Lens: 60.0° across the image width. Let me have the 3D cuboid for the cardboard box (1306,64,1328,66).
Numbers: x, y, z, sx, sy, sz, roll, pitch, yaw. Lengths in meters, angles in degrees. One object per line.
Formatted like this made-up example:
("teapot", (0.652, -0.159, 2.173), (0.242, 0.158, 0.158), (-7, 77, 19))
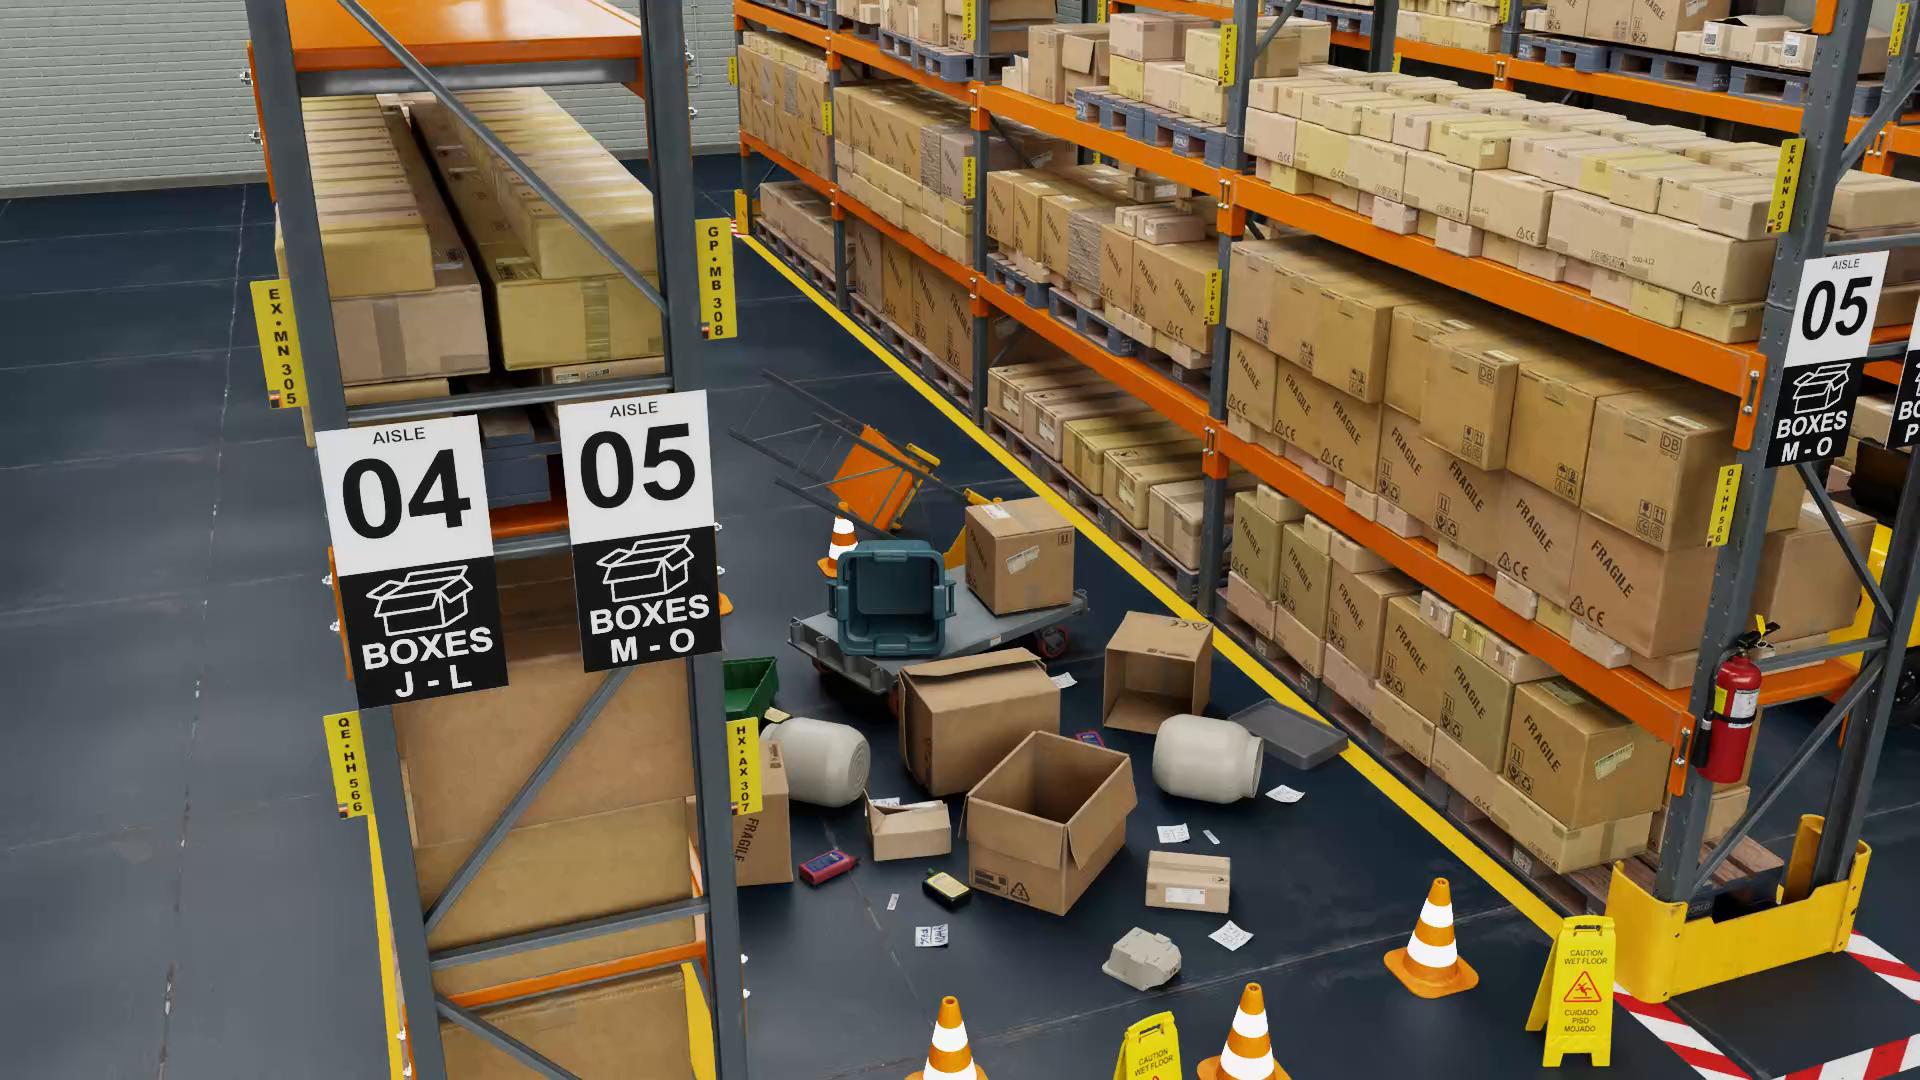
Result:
("cardboard box", (1.994, -2.930, 10.629), (0.500, 0.250, 0.500), (-9, 24, -20))

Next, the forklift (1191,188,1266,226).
("forklift", (2.702, -2.549, 14.023), (3.031, 2.935, 1.130), (7, 24, 16))

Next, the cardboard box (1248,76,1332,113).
("cardboard box", (1.812, -2.446, 9.127), (0.380, 0.149, 0.250), (-9, 24, -20))

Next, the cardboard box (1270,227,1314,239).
("cardboard box", (2.170, -1.867, 10.429), (0.380, 0.149, 0.250), (-8, 24, -19))

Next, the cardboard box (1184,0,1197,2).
("cardboard box", (2.847, -6.473, 19.706), (0.380, 0.149, 0.250), (-8, 24, -18))

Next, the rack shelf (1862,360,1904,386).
("rack shelf", (7.355, -0.596, 10.228), (1.077, 0.370, 4.000), (-8, 24, -19))

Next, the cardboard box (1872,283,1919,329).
("cardboard box", (3.605, -0.950, 6.603), (0.380, 0.149, 0.250), (-8, 24, -19))

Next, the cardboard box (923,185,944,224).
("cardboard box", (-0.001, -2.913, 14.349), (0.500, 0.250, 0.500), (-9, 24, -20))

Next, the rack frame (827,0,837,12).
("rack frame", (-0.820, -6.643, 15.925), (1.000, 3.000, 0.127), (-8, 24, -19))

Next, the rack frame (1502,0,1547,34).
("rack frame", (5.235, -5.872, 14.095), (1.000, 3.000, 0.127), (-8, 24, -19))

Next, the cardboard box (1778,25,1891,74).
("cardboard box", (6.164, -3.464, 11.691), (0.500, 0.311, 0.500), (-9, 25, -21))

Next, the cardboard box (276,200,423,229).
("cardboard box", (-1.700, -0.843, 4.652), (0.380, 0.149, 0.250), (-8, 24, -19))

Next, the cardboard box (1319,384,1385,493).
("cardboard box", (2.265, -0.593, 8.784), (0.500, 0.500, 0.500), (-9, 24, -19))

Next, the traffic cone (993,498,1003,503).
("traffic cone", (0.258, -0.061, 11.299), (0.336, 0.463, 0.334), (-8, 24, -19))

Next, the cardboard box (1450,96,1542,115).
("cardboard box", (2.704, -2.144, 8.409), (0.380, 0.149, 0.250), (-9, 24, -20))

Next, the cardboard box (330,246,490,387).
("cardboard box", (-1.611, -0.632, 4.665), (0.500, 0.250, 0.500), (-8, 24, -18))

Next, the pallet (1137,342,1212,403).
("pallet", (1.872, -1.181, 10.937), (1.003, 0.211, 1.213), (-8, 24, -19))

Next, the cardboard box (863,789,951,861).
("cardboard box", (-0.259, 1.376, 8.143), (0.396, 0.266, 0.258), (-4, 23, -10))

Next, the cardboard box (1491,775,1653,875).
("cardboard box", (2.873, 1.290, 7.827), (0.500, 0.250, 0.500), (-8, 24, -19))

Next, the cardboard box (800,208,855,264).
("cardboard box", (-1.259, -3.459, 18.854), (0.875, 0.438, 0.875), (-9, 25, -21))

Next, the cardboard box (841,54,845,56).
("cardboard box", (-1.187, -5.292, 18.192), (0.380, 0.149, 0.250), (-8, 24, -19))

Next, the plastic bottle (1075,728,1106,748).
("plastic bottle", (0.707, 1.109, 9.041), (0.133, 0.061, 0.283), (-4, 23, -10))

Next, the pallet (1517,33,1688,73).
("pallet", (5.558, -4.168, 14.159), (1.213, 0.211, 1.003), (-7, 24, -17))

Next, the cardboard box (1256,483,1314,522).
("cardboard box", (1.950, -0.237, 9.650), (0.380, 0.149, 0.250), (-8, 24, -18))

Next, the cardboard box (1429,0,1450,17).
("cardboard box", (4.614, -4.980, 15.522), (0.380, 0.149, 0.250), (-8, 24, -19))

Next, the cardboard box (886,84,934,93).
("cardboard box", (-0.428, -4.257, 16.573), (0.500, 0.500, 0.500), (-8, 24, -17))

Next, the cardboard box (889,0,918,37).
("cardboard box", (-0.301, -4.647, 14.383), (0.500, 0.500, 0.500), (-8, 24, -18))

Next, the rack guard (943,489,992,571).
("rack guard", (0.002, -0.029, 10.995), (0.250, 0.587, 0.087), (28, 7, -32))

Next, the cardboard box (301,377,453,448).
("cardboard box", (-1.611, -0.383, 4.588), (0.380, 0.149, 0.250), (-8, 24, -19))

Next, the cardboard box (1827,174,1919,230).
("cardboard box", (3.484, -1.309, 6.429), (0.380, 0.149, 0.250), (-9, 24, -19))

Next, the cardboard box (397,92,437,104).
("cardboard box", (-3.052, -2.525, 9.519), (0.396, 0.266, 0.258), (-8, 24, -19))

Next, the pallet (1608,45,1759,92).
("pallet", (5.956, -3.762, 13.196), (1.003, 0.211, 1.213), (-7, 24, -17))

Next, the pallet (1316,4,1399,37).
("pallet", (4.356, -5.233, 16.685), (1.213, 0.211, 1.003), (-8, 24, -19))

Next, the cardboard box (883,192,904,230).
("cardboard box", (-0.394, -3.054, 15.327), (0.500, 0.250, 0.500), (-9, 24, -20))

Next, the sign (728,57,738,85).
("sign", (-2.755, -5.693, 20.179), (0.100, 0.325, 0.005), (-8, 24, -19))

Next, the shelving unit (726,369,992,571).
("shelving unit", (-0.669, -0.453, 11.089), (1.500, 0.587, 1.083), (28, 7, -32))

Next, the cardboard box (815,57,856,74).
("cardboard box", (-1.297, -4.955, 17.393), (0.380, 0.149, 0.250), (-8, 24, -19))

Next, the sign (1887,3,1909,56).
("sign", (6.144, -3.342, 10.883), (0.100, 0.325, 0.005), (-8, 24, -19))

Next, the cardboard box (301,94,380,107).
("cardboard box", (-2.509, -1.674, 6.624), (0.380, 0.149, 0.250), (-9, 24, -20))

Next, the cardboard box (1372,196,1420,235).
("cardboard box", (2.260, -1.611, 8.171), (0.380, 0.149, 0.250), (-9, 24, -20))

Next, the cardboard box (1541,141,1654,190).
("cardboard box", (2.739, -1.613, 7.149), (0.380, 0.149, 0.250), (-8, 24, -19))

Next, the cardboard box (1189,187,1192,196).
("cardboard box", (3.169, -4.127, 20.358), (0.700, 0.500, 0.500), (-9, 25, -21))

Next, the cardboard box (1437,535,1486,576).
("cardboard box", (2.569, 0.036, 8.126), (0.380, 0.149, 0.250), (-9, 24, -20))

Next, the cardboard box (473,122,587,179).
("cardboard box", (-1.535, -1.396, 5.965), (0.380, 0.149, 0.250), (-8, 24, -18))

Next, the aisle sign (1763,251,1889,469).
("aisle sign", (3.169, -0.654, 6.092), (0.394, 0.787, 0.004), (-8, 24, -19))

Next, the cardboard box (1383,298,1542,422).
("cardboard box", (2.540, -0.874, 8.163), (0.700, 0.500, 0.500), (-9, 24, -19))

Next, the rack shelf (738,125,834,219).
("rack shelf", (-1.527, -4.274, 18.954), (1.077, 0.370, 4.000), (-8, 24, -19))

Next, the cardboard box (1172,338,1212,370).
("cardboard box", (1.566, -1.198, 10.514), (0.380, 0.149, 0.250), (-8, 24, -18))

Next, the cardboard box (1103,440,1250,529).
("cardboard box", (1.561, -0.405, 11.692), (0.950, 0.372, 0.625), (-7, 24, -16))

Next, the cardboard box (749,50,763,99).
("cardboard box", (-2.141, -5.438, 19.375), (0.500, 0.500, 0.500), (-9, 24, -20))

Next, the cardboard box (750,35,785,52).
("cardboard box", (-2.223, -5.775, 19.338), (0.380, 0.149, 0.250), (-8, 24, -17))

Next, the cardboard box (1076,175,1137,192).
("cardboard box", (1.206, -2.488, 12.739), (0.500, 0.500, 0.500), (-9, 24, -20))

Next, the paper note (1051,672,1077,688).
("paper note", (0.597, 0.823, 9.757), (0.148, 0.019, 0.142), (-8, 24, -19))

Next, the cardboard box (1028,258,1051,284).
("cardboard box", (0.733, -2.043, 12.519), (0.380, 0.149, 0.250), (-8, 24, -19))
